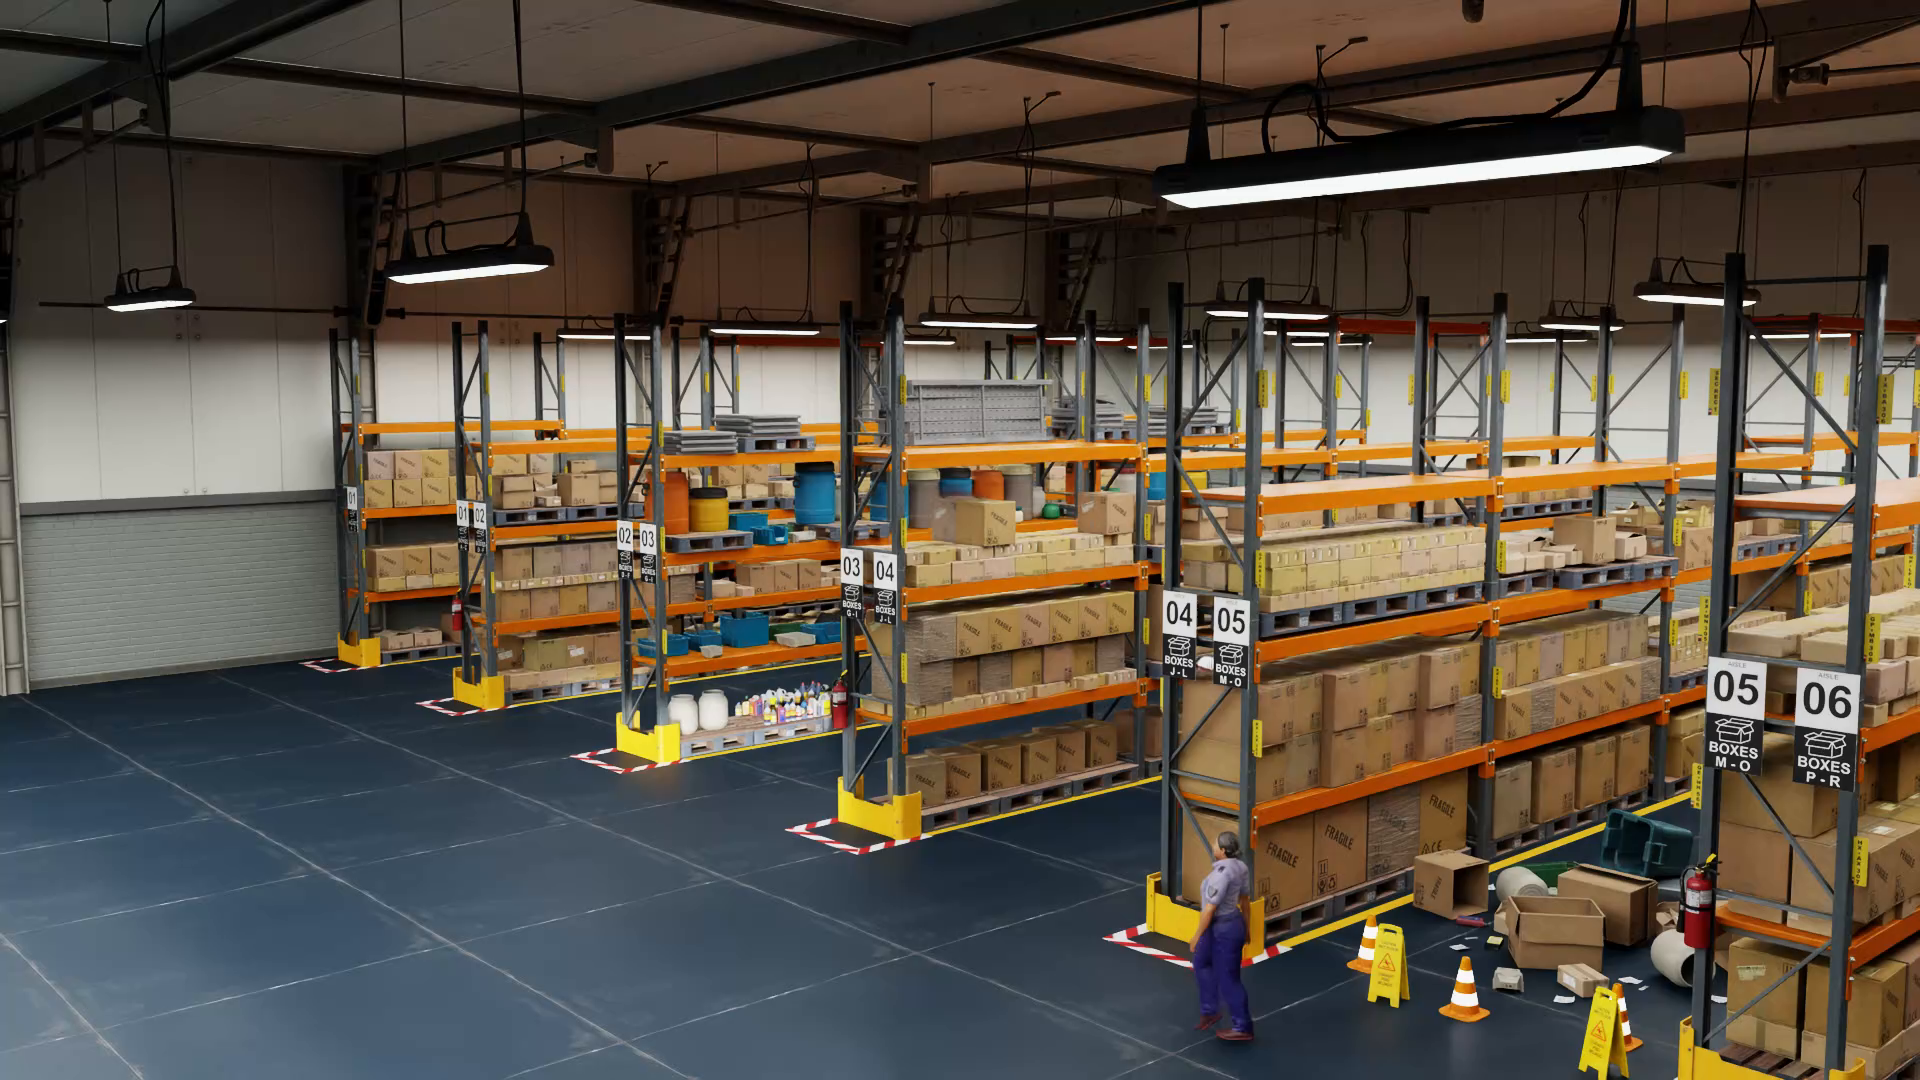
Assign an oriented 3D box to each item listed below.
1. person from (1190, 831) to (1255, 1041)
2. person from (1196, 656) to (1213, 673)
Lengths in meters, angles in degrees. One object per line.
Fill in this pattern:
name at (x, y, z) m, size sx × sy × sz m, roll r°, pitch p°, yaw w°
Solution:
person at (2.038, 3.107, 12.921) m, size 0.526 × 1.706 × 0.480 m, roll 2°, pitch 6°, yaw 17°
person at (3.179, 2.279, 20.731) m, size 0.726 × 1.688 × 0.695 m, roll -4°, pitch 7°, yaw -32°
